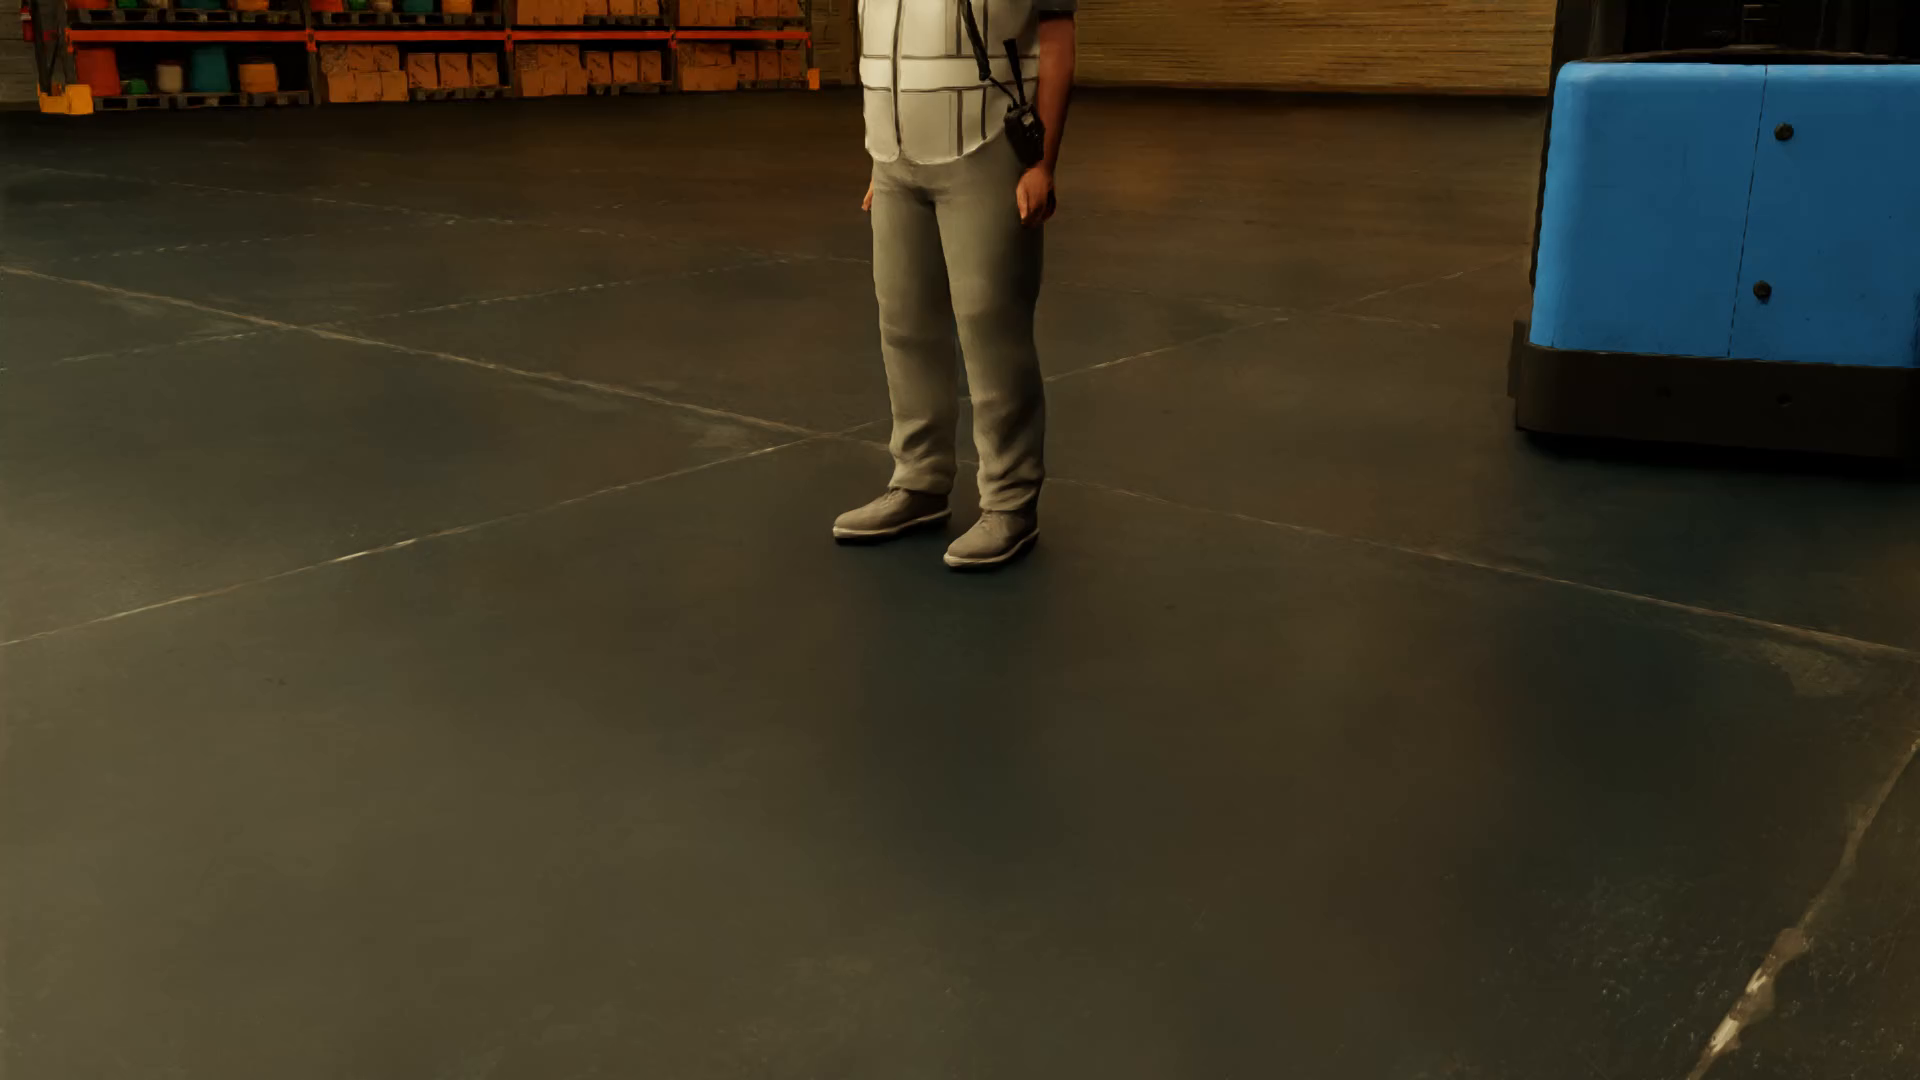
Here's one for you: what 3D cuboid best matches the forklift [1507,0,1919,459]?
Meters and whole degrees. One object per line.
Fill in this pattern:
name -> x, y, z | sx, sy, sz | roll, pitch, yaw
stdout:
forklift -> 2.572, -2.005, 5.502 | 1.130, 2.935, 3.031 | 6, 18, 19

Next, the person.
person -> -0.010, -0.843, 3.673 | 0.523, 1.773, 0.396 | 13, 21, 37
